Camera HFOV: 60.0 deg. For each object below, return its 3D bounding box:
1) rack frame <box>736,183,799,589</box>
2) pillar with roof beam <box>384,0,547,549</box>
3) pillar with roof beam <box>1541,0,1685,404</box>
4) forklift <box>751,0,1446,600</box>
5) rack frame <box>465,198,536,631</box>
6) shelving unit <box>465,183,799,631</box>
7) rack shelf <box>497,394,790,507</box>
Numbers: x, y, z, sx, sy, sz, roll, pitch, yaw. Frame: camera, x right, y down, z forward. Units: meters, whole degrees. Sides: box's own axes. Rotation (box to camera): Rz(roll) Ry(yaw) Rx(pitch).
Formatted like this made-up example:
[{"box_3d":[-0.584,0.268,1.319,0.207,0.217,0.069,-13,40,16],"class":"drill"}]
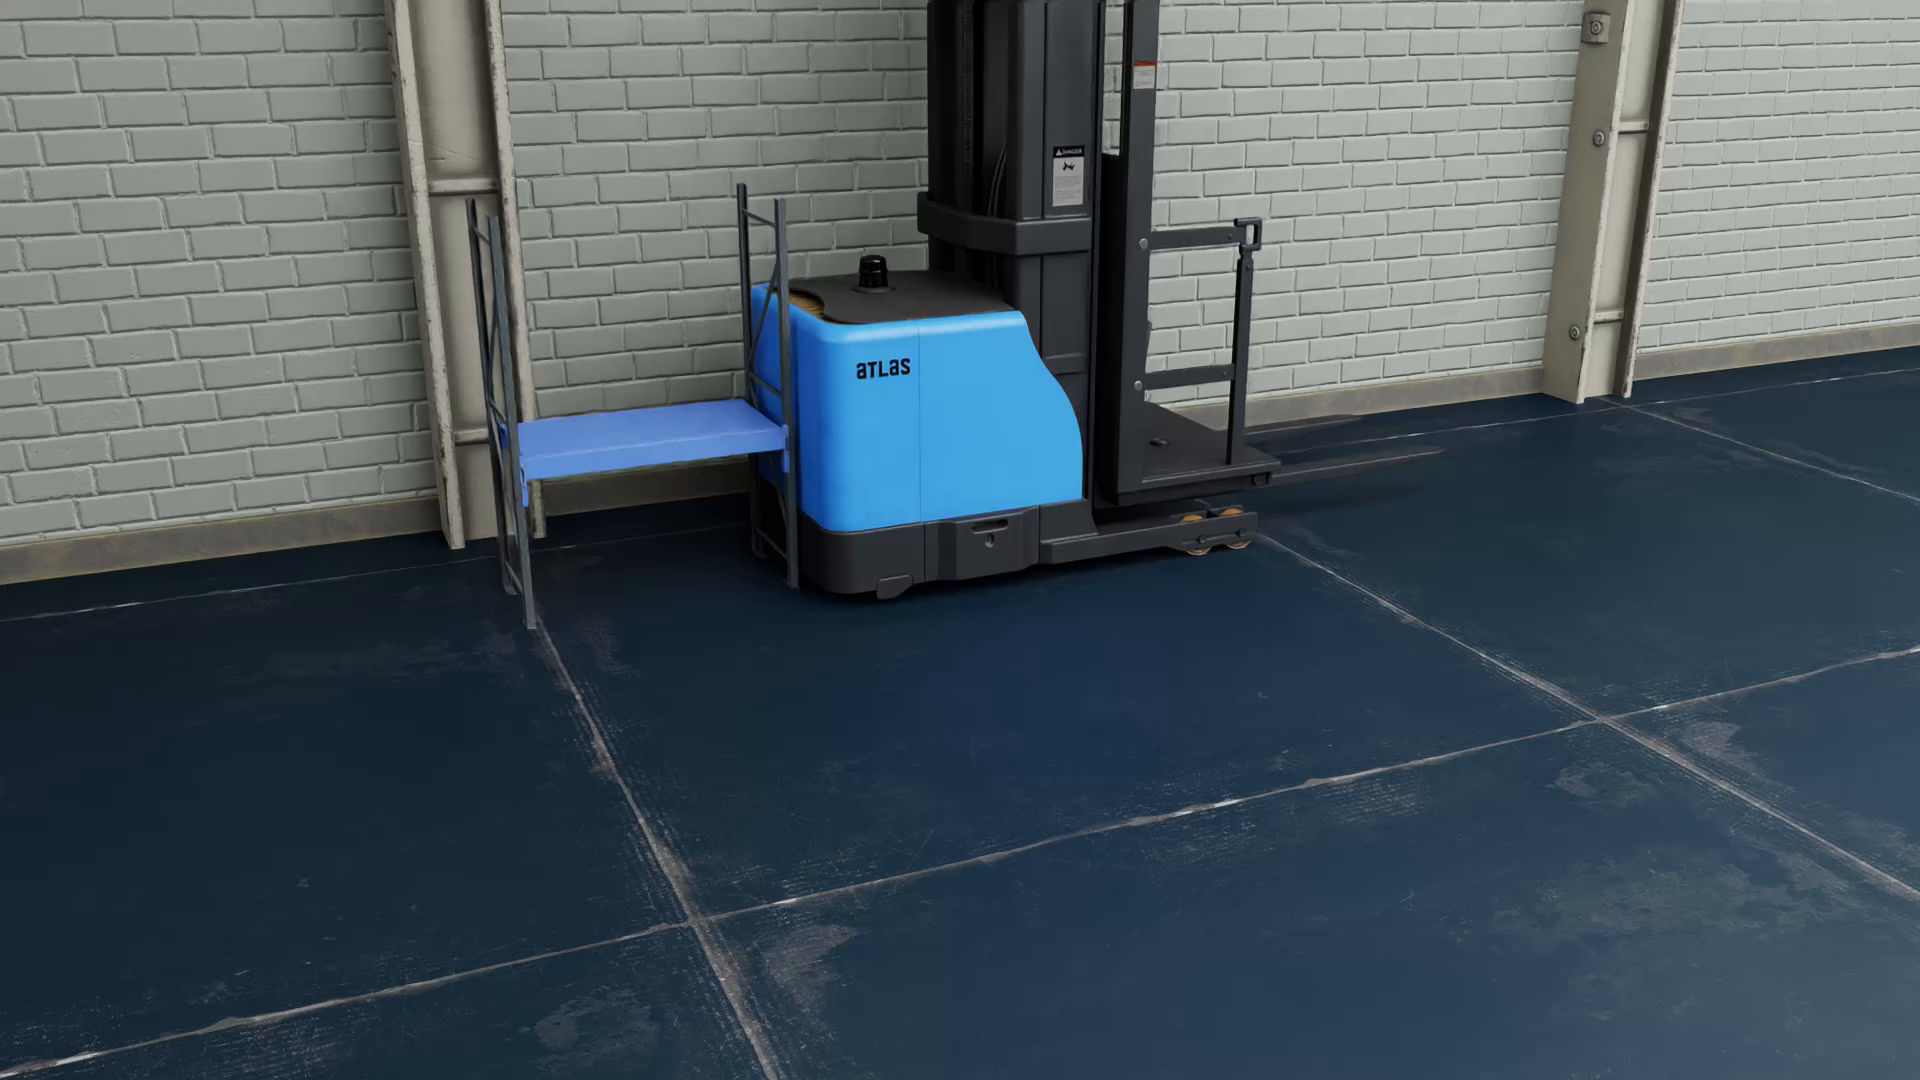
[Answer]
[{"box_3d":[-0.745,-0.592,6.446,0.032,1.500,0.500,-9,21,-23],"class":"rack frame"},{"box_3d":[-0.290,-2.966,1.896,0.400,9.000,9.100,-8,21,-22],"class":"pillar with roof beam"},{"box_3d":[5.219,-3.755,4.138,0.400,9.000,9.100,-8,21,-22],"class":"pillar with roof beam"},{"box_3d":[0.679,-1.467,6.775,3.031,2.935,1.130,-9,21,-23],"class":"forklift"},{"box_3d":[-1.670,-0.452,6.047,0.032,1.500,0.500,-9,21,-23],"class":"rack frame"},{"box_3d":[-1.207,-0.522,6.246,1.048,1.500,0.538,-9,21,-23],"class":"shelving unit"},{"box_3d":[-1.207,-0.352,6.306,1.000,0.185,0.538,-9,21,-23],"class":"rack shelf"}]
